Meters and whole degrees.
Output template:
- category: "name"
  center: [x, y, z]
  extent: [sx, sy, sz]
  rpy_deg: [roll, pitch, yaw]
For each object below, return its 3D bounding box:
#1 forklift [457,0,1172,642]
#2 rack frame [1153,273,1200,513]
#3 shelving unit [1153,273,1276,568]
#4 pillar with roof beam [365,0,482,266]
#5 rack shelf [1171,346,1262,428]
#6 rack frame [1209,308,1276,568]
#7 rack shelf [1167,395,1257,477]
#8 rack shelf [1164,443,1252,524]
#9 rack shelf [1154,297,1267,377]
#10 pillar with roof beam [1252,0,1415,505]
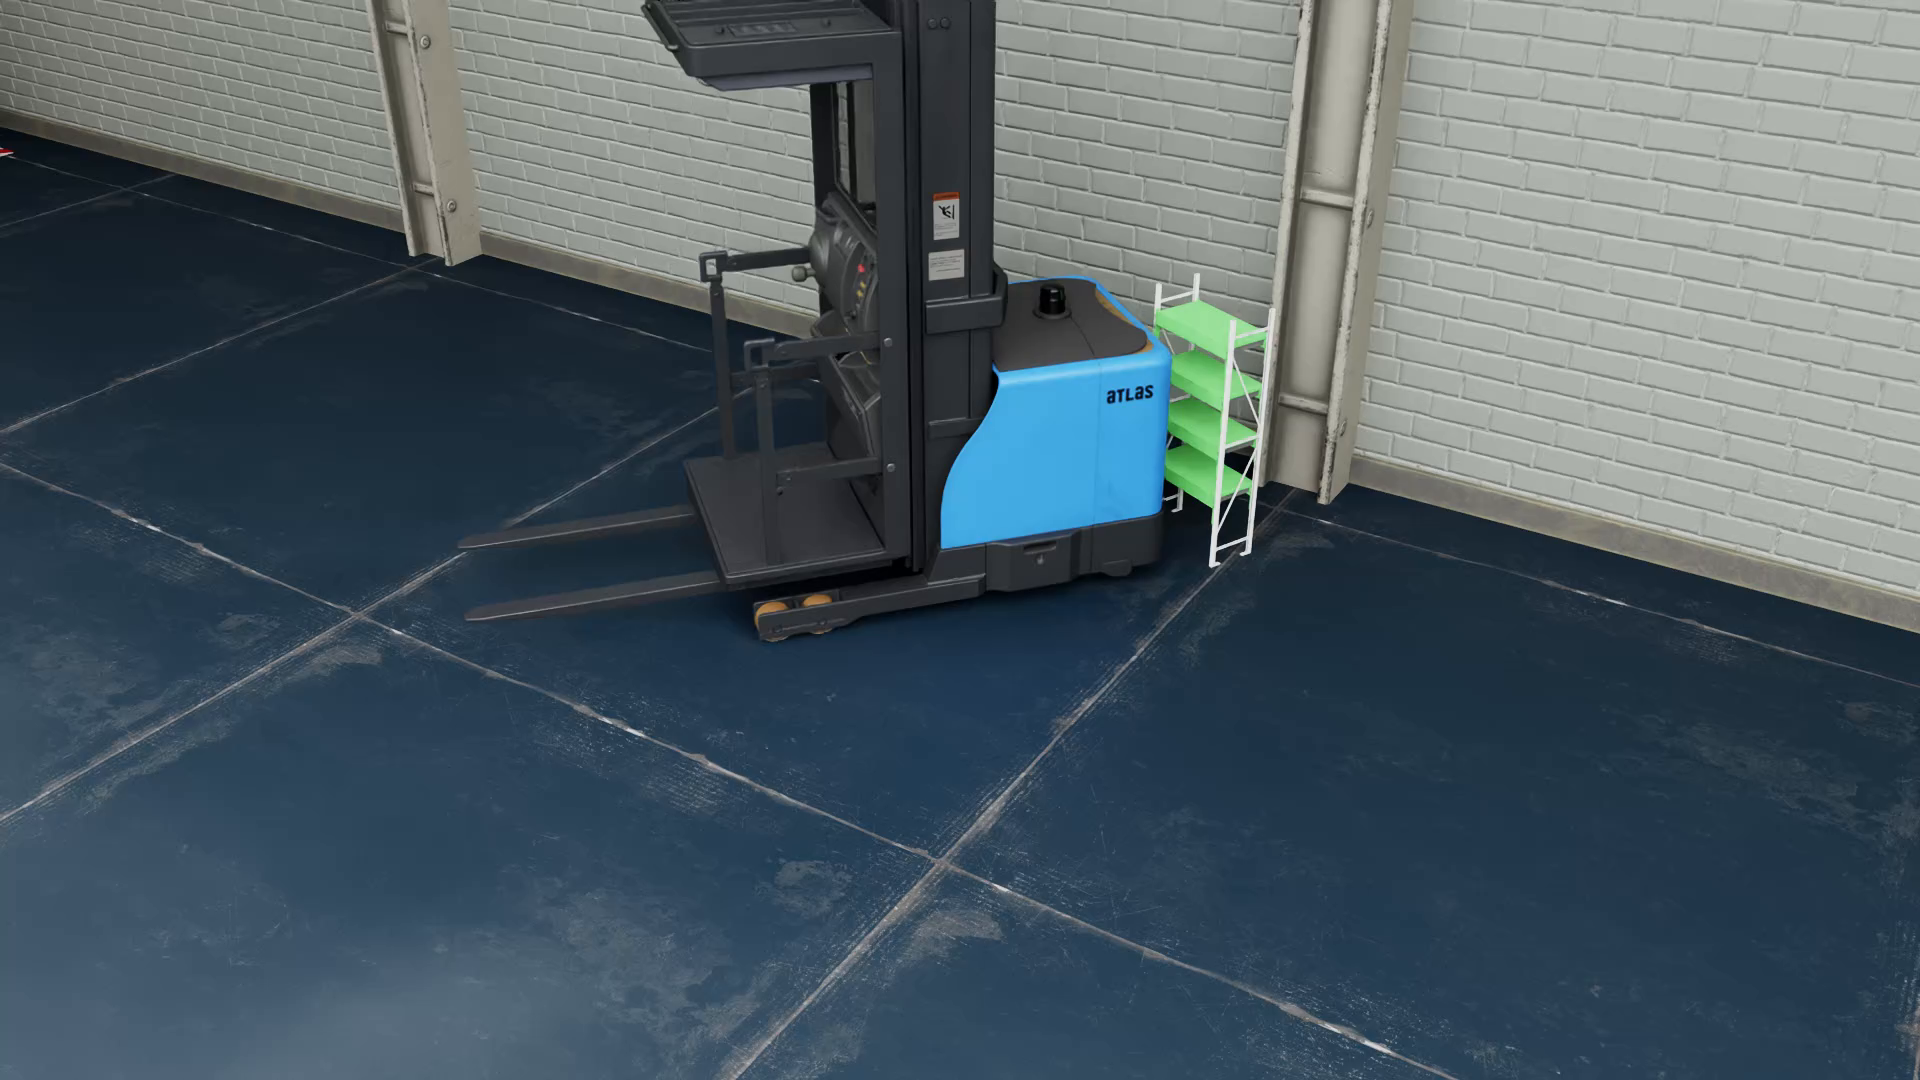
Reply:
- category: "forklift"
  center: [-0.664, -1.135, 6.787]
  extent: [3.031, 2.935, 1.130]
  rpy_deg: [-9, 31, -15]
- category: "rack frame"
  center: [0.964, -0.634, 7.647]
  extent: [0.240, 1.200, 0.015]
  rpy_deg: [-18, 35, -28]
- category: "shelving unit"
  center: [1.099, -0.532, 7.471]
  extent: [0.258, 1.200, 0.503]
  rpy_deg: [-18, 35, -28]
- category: "pillar with roof beam"
  center: [-5.679, -3.944, 5.581]
  extent: [0.400, 9.000, 9.100]
  rpy_deg: [18, 35, 27]
- category: "rack shelf"
  center: [1.099, -0.684, 7.382]
  extent: [0.258, 0.148, 0.480]
  rpy_deg: [-18, 35, -28]
- category: "rack frame"
  center: [1.233, -0.429, 7.295]
  extent: [0.240, 1.200, 0.015]
  rpy_deg: [-18, 35, -28]
- category: "rack shelf"
  center: [1.099, -0.477, 7.503]
  extent: [0.258, 0.148, 0.480]
  rpy_deg: [-18, 35, -28]
- category: "rack shelf"
  center: [1.099, -0.269, 7.624]
  extent: [0.258, 0.148, 0.480]
  rpy_deg: [-18, 35, -28]
- category: "rack shelf"
  center: [1.099, -0.891, 7.261]
  extent: [0.258, 0.148, 0.480]
  rpy_deg: [-18, 35, -28]
- category: "pillar with roof beam"
  center: [-0.598, -2.337, 2.826]
  extent: [0.400, 9.000, 9.100]
  rpy_deg: [18, 35, 27]
